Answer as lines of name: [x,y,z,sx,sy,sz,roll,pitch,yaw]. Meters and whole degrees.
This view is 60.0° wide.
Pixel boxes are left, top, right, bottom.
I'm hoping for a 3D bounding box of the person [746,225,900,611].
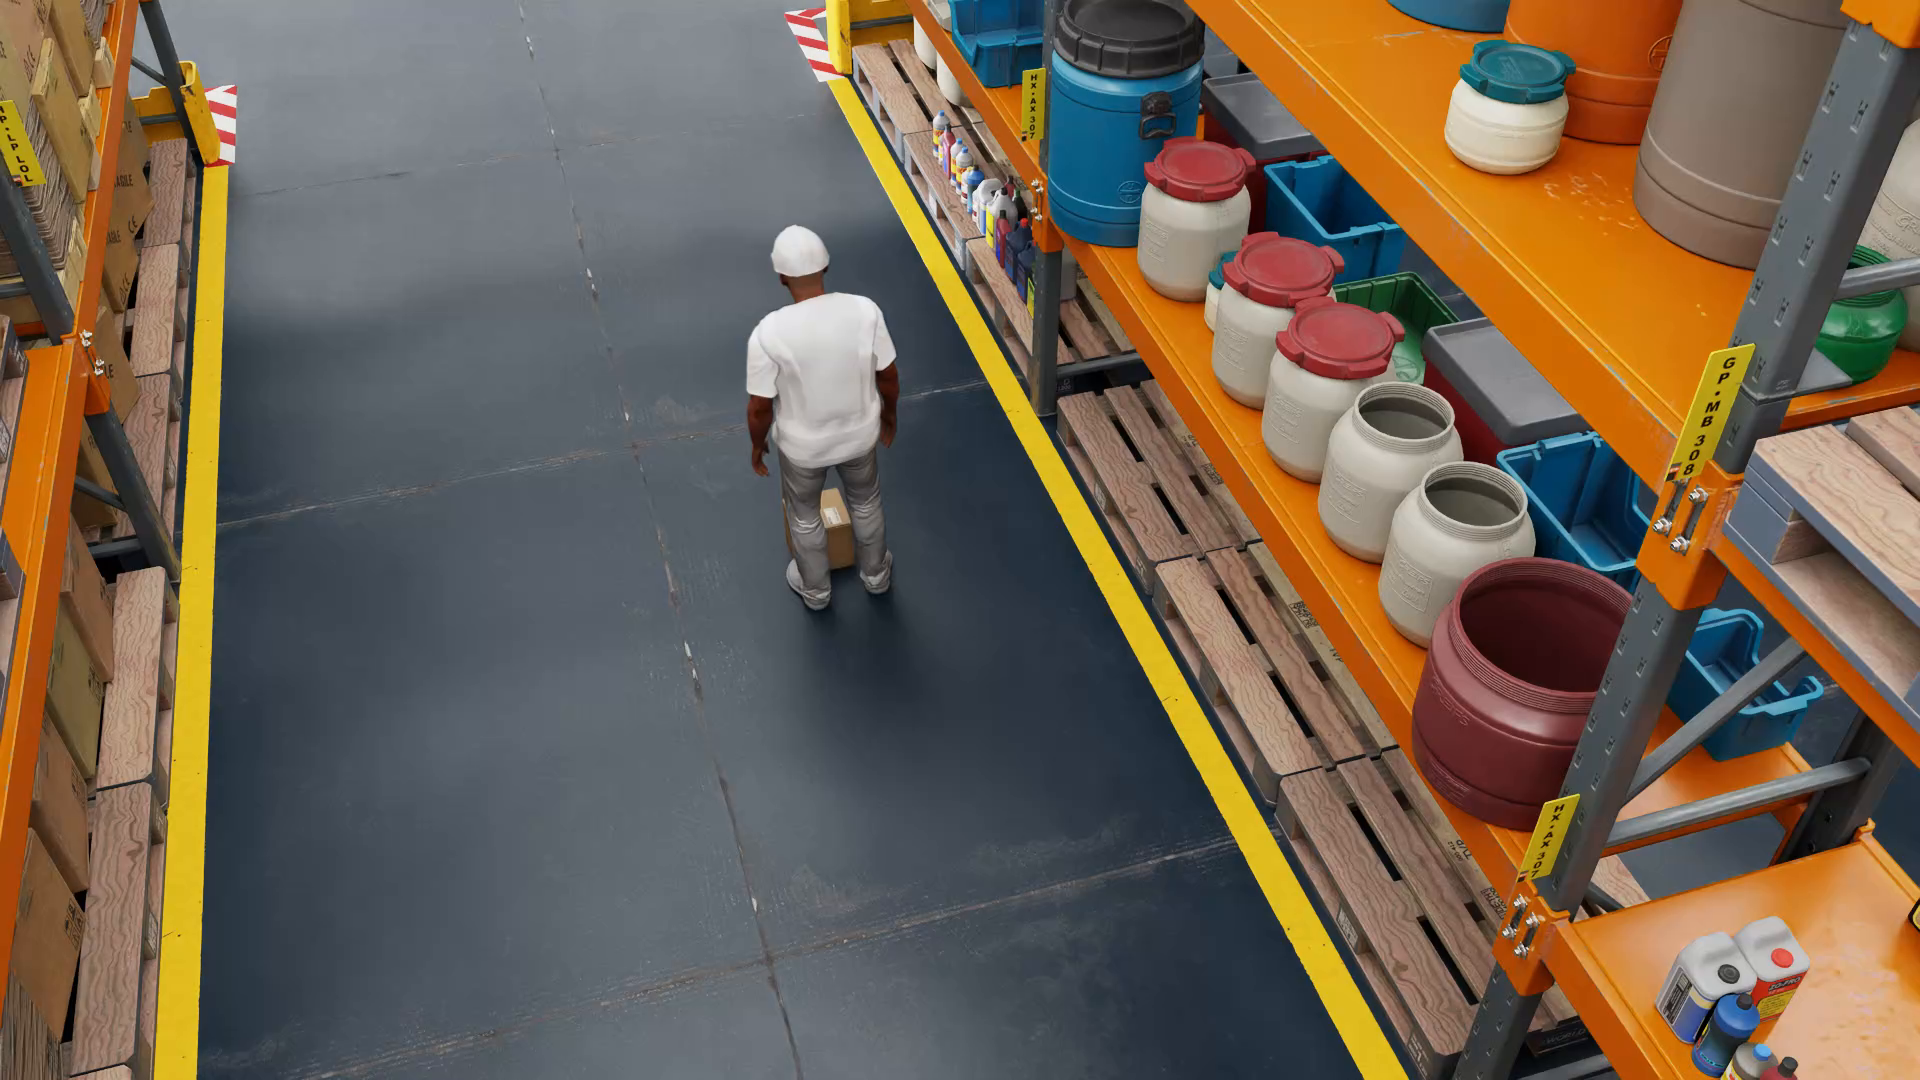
person: [-0.545,-0.451,6.648,0.628,1.759,0.462,-14,44,-15]
